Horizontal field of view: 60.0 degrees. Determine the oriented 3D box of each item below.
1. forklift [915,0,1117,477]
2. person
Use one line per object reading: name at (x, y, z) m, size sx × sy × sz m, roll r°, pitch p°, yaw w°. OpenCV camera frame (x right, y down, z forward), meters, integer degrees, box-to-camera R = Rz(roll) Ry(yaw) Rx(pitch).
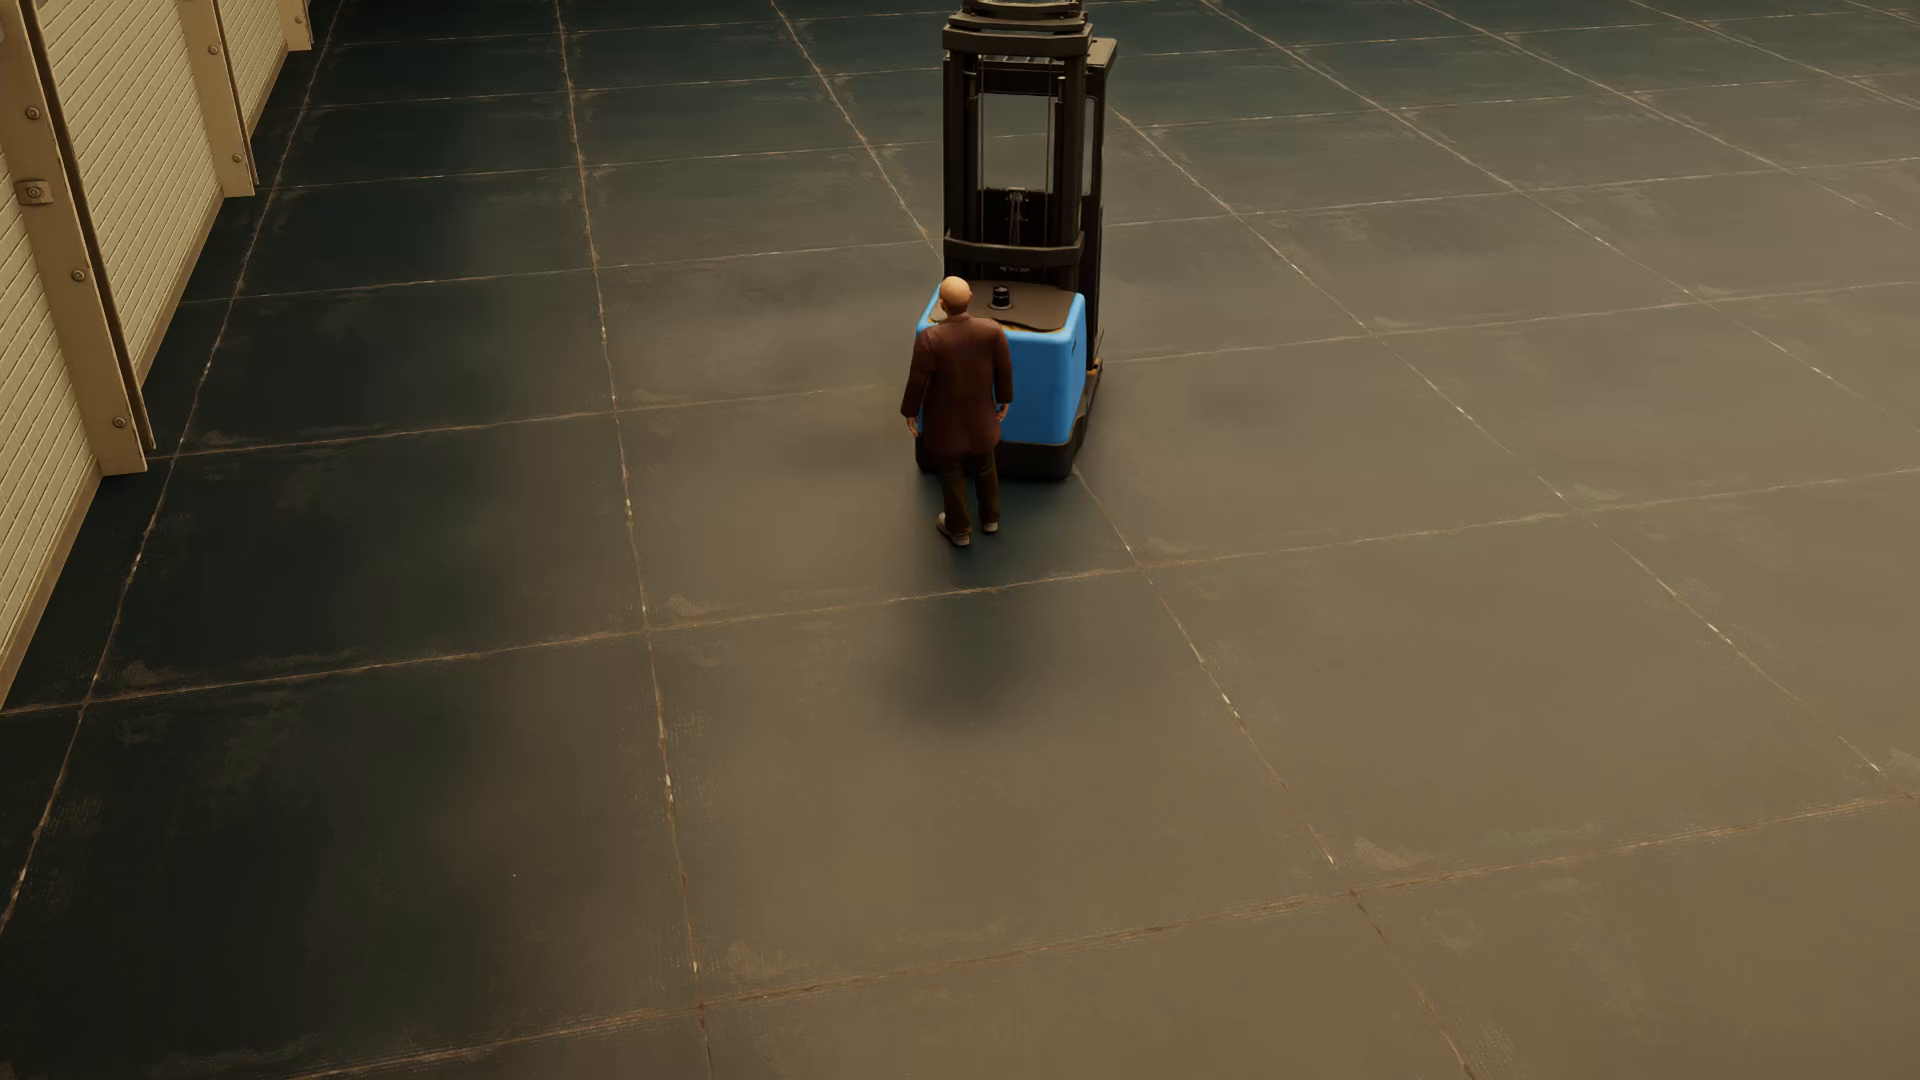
forklift at (0.474, -2.407, 11.732) m, size 1.130 × 2.935 × 3.031 m, roll 5°, pitch 30°, yaw 9°
person at (-0.033, -0.819, 10.132) m, size 0.697 × 1.779 × 0.576 m, roll -7°, pitch 31°, yaw -11°
